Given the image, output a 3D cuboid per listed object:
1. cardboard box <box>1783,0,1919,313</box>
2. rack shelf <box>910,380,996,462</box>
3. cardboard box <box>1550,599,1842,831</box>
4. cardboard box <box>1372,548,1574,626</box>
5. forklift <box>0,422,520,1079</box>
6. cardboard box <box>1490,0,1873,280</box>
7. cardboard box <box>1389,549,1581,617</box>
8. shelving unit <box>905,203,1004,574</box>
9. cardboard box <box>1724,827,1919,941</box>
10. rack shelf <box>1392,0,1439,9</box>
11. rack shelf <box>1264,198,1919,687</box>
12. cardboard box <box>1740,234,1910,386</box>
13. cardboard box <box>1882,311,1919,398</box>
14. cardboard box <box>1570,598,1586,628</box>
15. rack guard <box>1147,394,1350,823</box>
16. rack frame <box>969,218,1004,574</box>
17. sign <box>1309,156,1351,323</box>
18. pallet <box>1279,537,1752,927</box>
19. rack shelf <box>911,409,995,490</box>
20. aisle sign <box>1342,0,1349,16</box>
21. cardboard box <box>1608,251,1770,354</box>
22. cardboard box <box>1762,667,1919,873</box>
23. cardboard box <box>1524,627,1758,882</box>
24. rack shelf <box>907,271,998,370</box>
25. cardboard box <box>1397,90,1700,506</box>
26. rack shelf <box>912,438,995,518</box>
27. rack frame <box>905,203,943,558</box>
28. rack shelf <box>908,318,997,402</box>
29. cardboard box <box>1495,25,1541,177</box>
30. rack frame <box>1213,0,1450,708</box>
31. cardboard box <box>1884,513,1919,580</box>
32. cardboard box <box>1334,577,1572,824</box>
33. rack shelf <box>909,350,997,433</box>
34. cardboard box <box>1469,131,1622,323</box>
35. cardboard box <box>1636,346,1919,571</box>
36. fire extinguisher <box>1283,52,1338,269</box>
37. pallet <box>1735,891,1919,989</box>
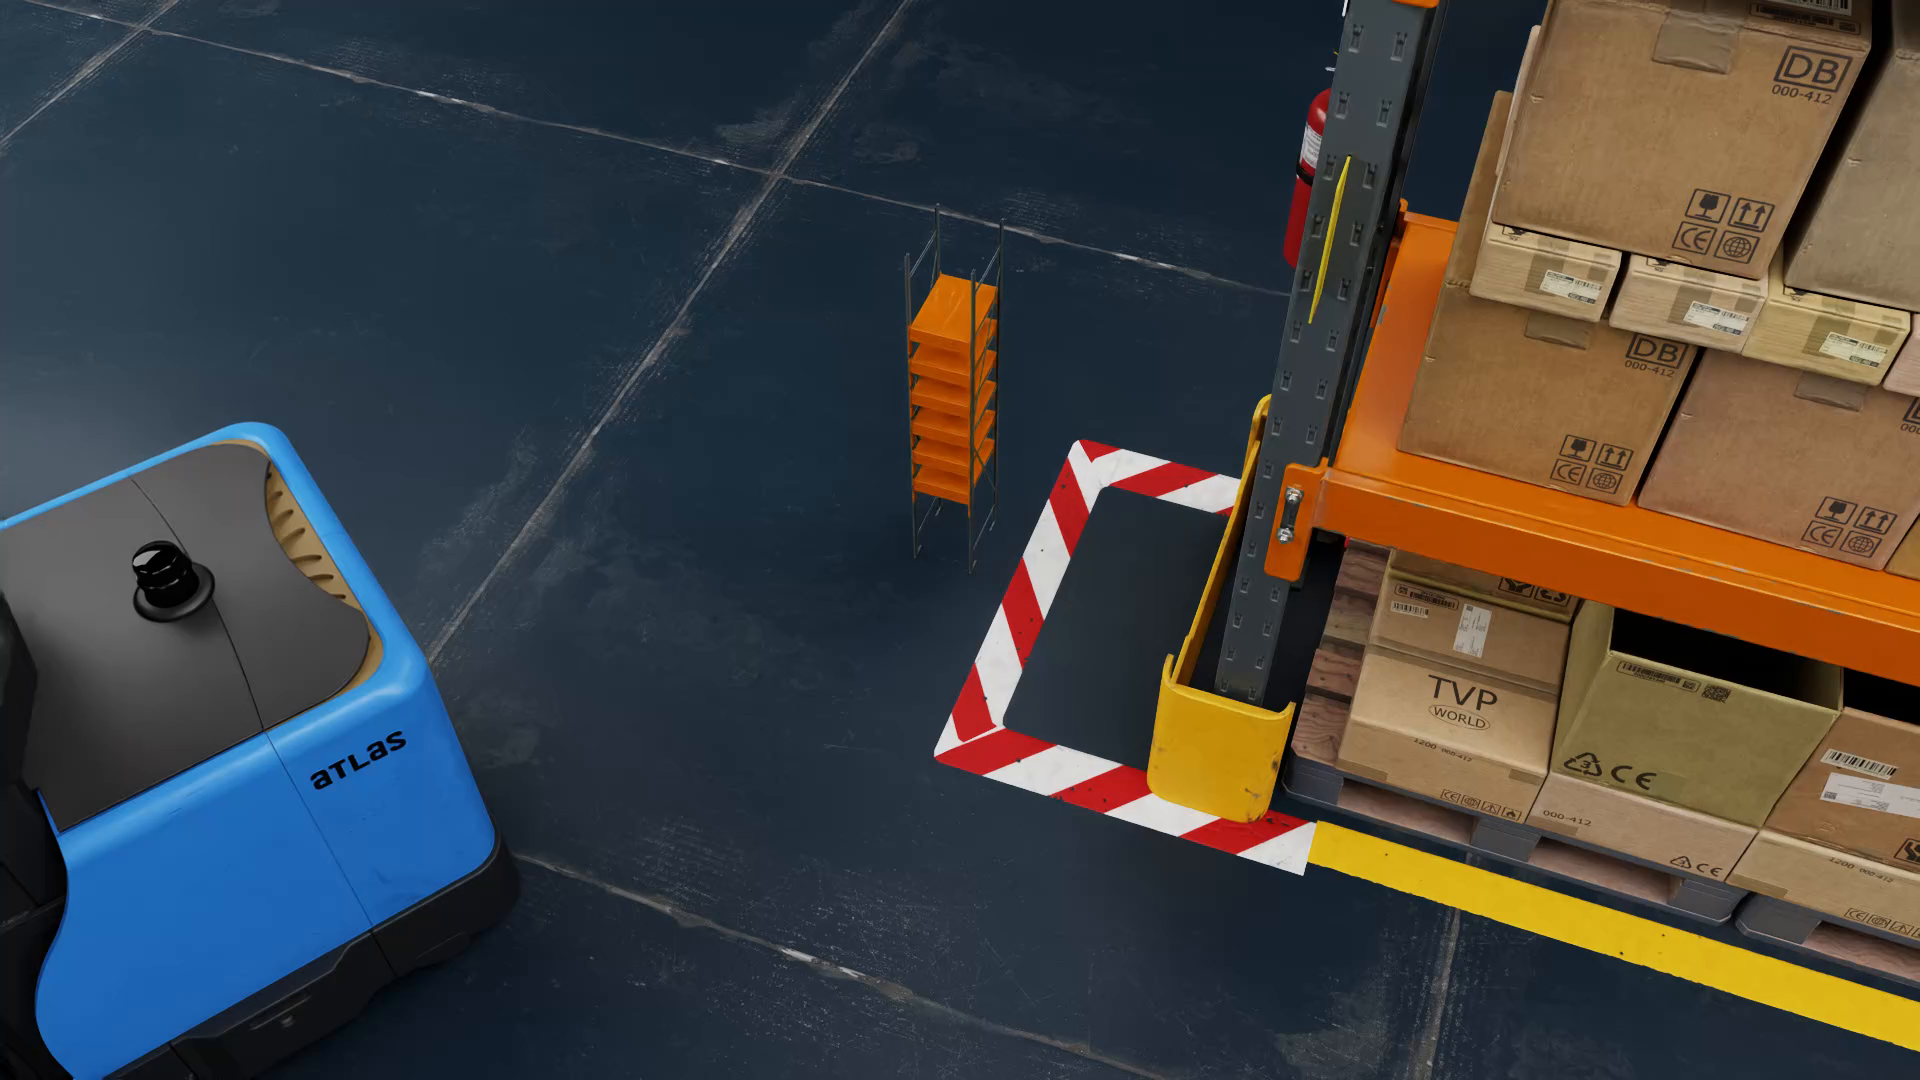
[{"bbox_3d":[1.869,-0.820,3.051,0.500,0.500,0.700,14,51,12],"label":"cardboard box"},{"bbox_3d":[-0.014,-0.368,4.833,0.180,0.103,0.258,16,51,13],"label":"rack shelf"},{"bbox_3d":[1.787,0.304,4.047,0.500,0.500,0.500,16,51,13],"label":"cardboard box"},{"bbox_3d":[1.497,0.052,4.761,0.500,0.250,0.500,16,51,13],"label":"cardboard box"},{"bbox_3d":[-2.649,0.370,2.989,3.031,2.935,1.130,-28,55,-22],"label":"forklift"},{"bbox_3d":[1.374,-0.954,3.167,0.500,0.500,0.700,16,51,13],"label":"cardboard box"},{"bbox_3d":[1.497,-0.195,4.479,0.500,0.500,0.500,16,51,13],"label":"cardboard box"},{"bbox_3d":[-0.014,-0.397,4.800,0.189,1.200,0.258,16,51,13],"label":"shelving unit"},{"bbox_3d":[2.256,0.679,4.218,0.500,0.250,0.500,16,51,13],"label":"cardboard box"},{"bbox_3d":[2.767,-0.865,2.505,4.000,0.370,1.077,16,51,13],"label":"rack shelf"},{"bbox_3d":[2.767,0.118,3.639,4.000,0.370,1.077,16,51,13],"label":"rack shelf"},{"bbox_3d":[1.667,-0.498,3.201,0.250,0.149,0.380,16,51,13],"label":"cardboard box"},{"bbox_3d":[1.903,-0.430,3.142,0.250,0.149,0.380,15,51,13],"label":"cardboard box"},{"bbox_3d":[1.970,0.175,4.655,0.500,0.250,0.500,16,51,13],"label":"cardboard box"},{"bbox_3d":[0.869,0.171,4.771,0.348,0.500,1.175,16,51,13],"label":"rack guard"},{"bbox_3d":[0.072,-0.373,4.779,0.006,1.200,0.240,16,51,13],"label":"rack frame"},{"bbox_3d":[0.693,-0.559,3.124,0.005,0.325,0.100,16,51,13],"label":"sign"},{"bbox_3d":[1.623,0.442,4.727,1.213,0.211,1.003,16,51,13],"label":"pallet"},{"bbox_3d":[-0.014,-0.289,4.924,0.180,0.103,0.258,16,51,13],"label":"rack shelf"},{"bbox_3d":[0.723,-1.293,2.665,0.004,0.787,0.394,16,51,13],"label":"aisle sign"},{"bbox_3d":[1.433,-0.564,3.258,0.250,0.149,0.380,14,51,12],"label":"cardboard box"},{"bbox_3d":[2.260,0.425,3.942,0.500,0.500,0.500,16,51,13],"label":"cardboard box"},{"bbox_3d":[1.787,0.548,4.332,0.500,0.250,0.500,16,51,13],"label":"cardboard box"},{"bbox_3d":[-0.014,-0.603,4.561,0.180,0.103,0.258,16,51,13],"label":"rack shelf"},{"bbox_3d":[1.325,-0.543,3.669,0.500,0.500,0.700,16,51,13],"label":"cardboard box"},{"bbox_3d":[-0.014,-0.210,5.015,0.180,0.103,0.258,16,51,13],"label":"rack shelf"},{"bbox_3d":[-0.099,-0.421,4.821,0.006,1.200,0.240,16,51,13],"label":"rack frame"},{"bbox_3d":[-0.014,-0.525,4.652,0.180,0.103,0.258,16,51,13],"label":"rack shelf"},{"bbox_3d":[1.316,-0.922,3.568,0.250,0.149,0.380,15,51,13],"label":"cardboard box"},{"bbox_3d":[0.891,-0.641,3.821,0.127,3.000,1.000,16,51,13],"label":"rack frame"},{"bbox_3d":[2.283,-0.275,3.437,0.500,0.500,0.700,16,51,13],"label":"cardboard box"},{"bbox_3d":[1.317,0.420,4.443,0.500,0.250,0.500,16,51,13],"label":"cardboard box"},{"bbox_3d":[-0.014,-0.446,4.743,0.180,0.103,0.258,16,51,13],"label":"rack shelf"},{"bbox_3d":[1.185,-0.631,3.317,0.250,0.149,0.380,15,51,13],"label":"cardboard box"},{"bbox_3d":[1.819,-0.409,3.553,0.500,0.500,0.700,17,51,14],"label":"cardboard box"},{"bbox_3d":[0.941,-0.976,4.162,0.183,0.674,0.296,16,51,13],"label":"fire extinguisher"},{"bbox_3d":[2.764,0.763,4.449,1.213,0.211,1.003,16,51,13],"label":"pallet"}]
